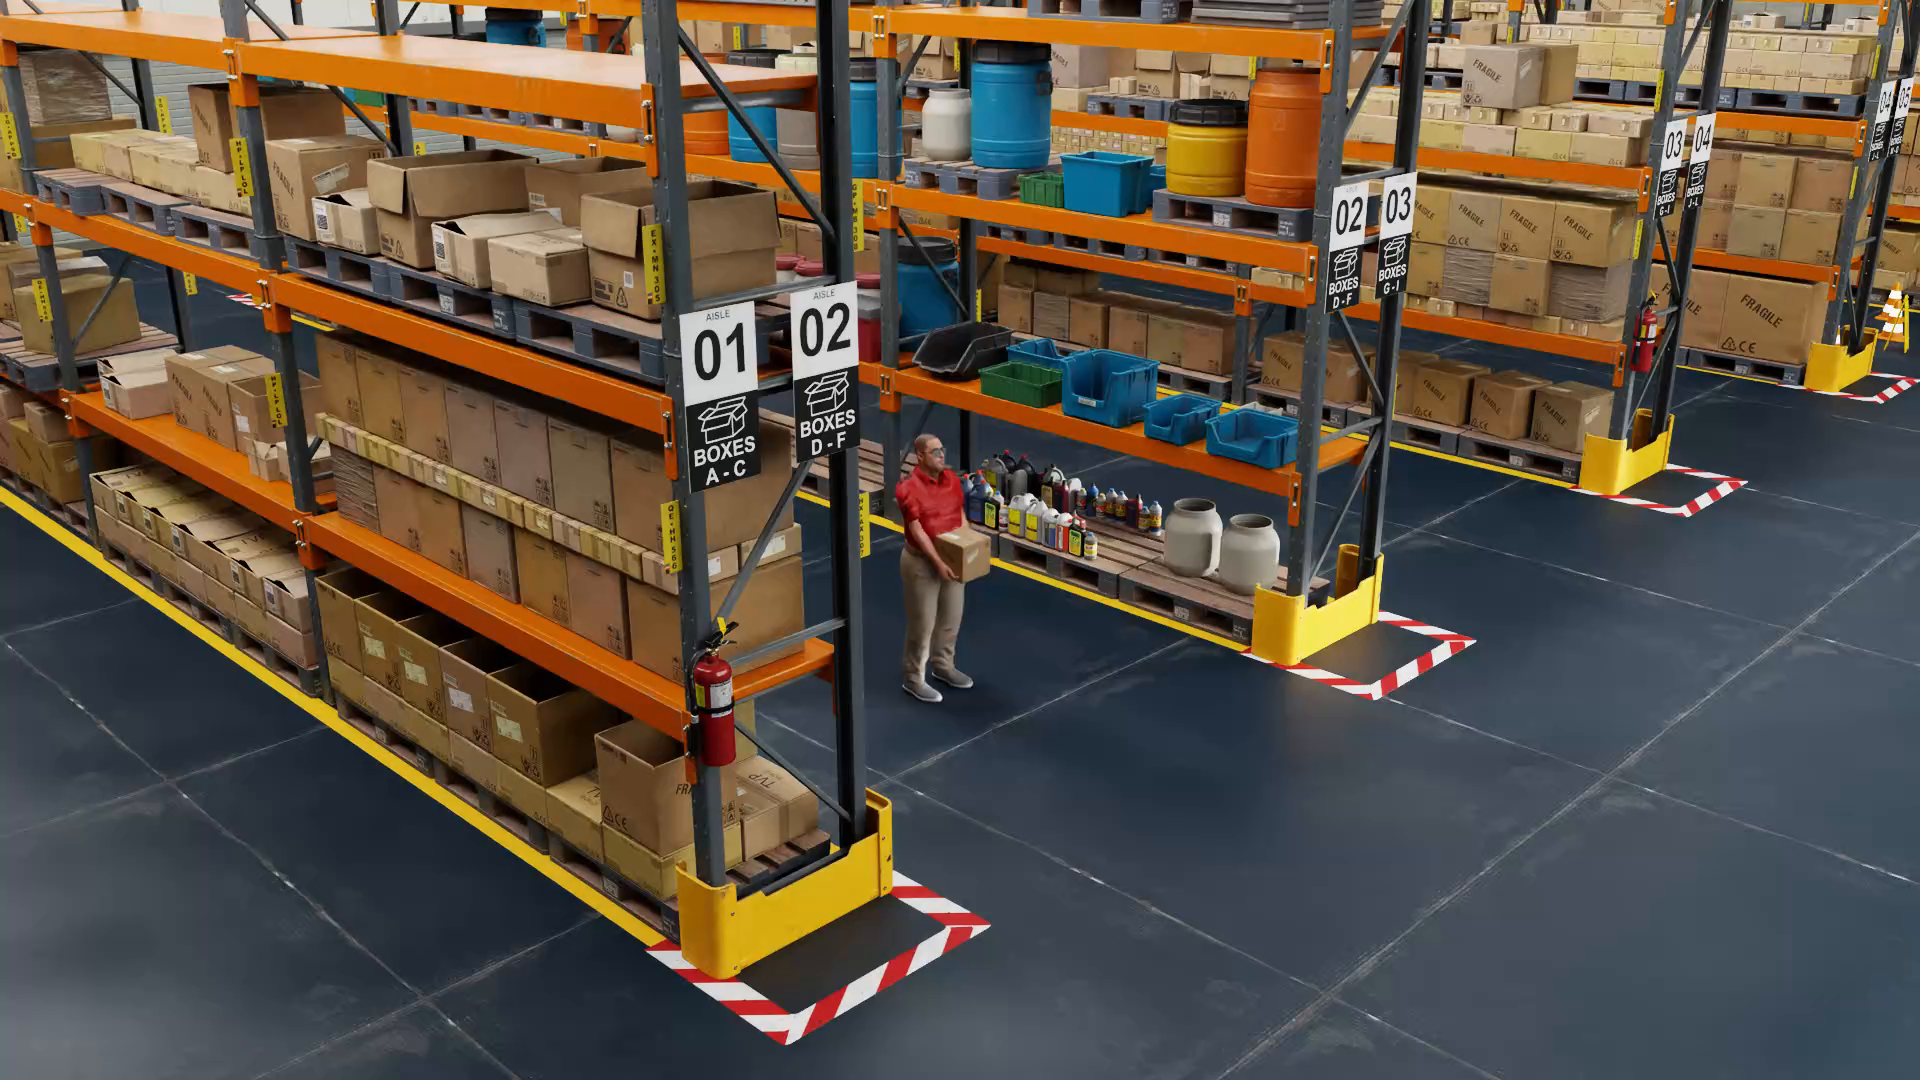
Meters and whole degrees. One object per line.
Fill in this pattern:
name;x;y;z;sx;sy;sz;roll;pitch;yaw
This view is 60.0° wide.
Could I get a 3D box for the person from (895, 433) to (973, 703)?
person;-0.099;0.182;10.618;0.499;1.720;0.529;-18;27;-40
